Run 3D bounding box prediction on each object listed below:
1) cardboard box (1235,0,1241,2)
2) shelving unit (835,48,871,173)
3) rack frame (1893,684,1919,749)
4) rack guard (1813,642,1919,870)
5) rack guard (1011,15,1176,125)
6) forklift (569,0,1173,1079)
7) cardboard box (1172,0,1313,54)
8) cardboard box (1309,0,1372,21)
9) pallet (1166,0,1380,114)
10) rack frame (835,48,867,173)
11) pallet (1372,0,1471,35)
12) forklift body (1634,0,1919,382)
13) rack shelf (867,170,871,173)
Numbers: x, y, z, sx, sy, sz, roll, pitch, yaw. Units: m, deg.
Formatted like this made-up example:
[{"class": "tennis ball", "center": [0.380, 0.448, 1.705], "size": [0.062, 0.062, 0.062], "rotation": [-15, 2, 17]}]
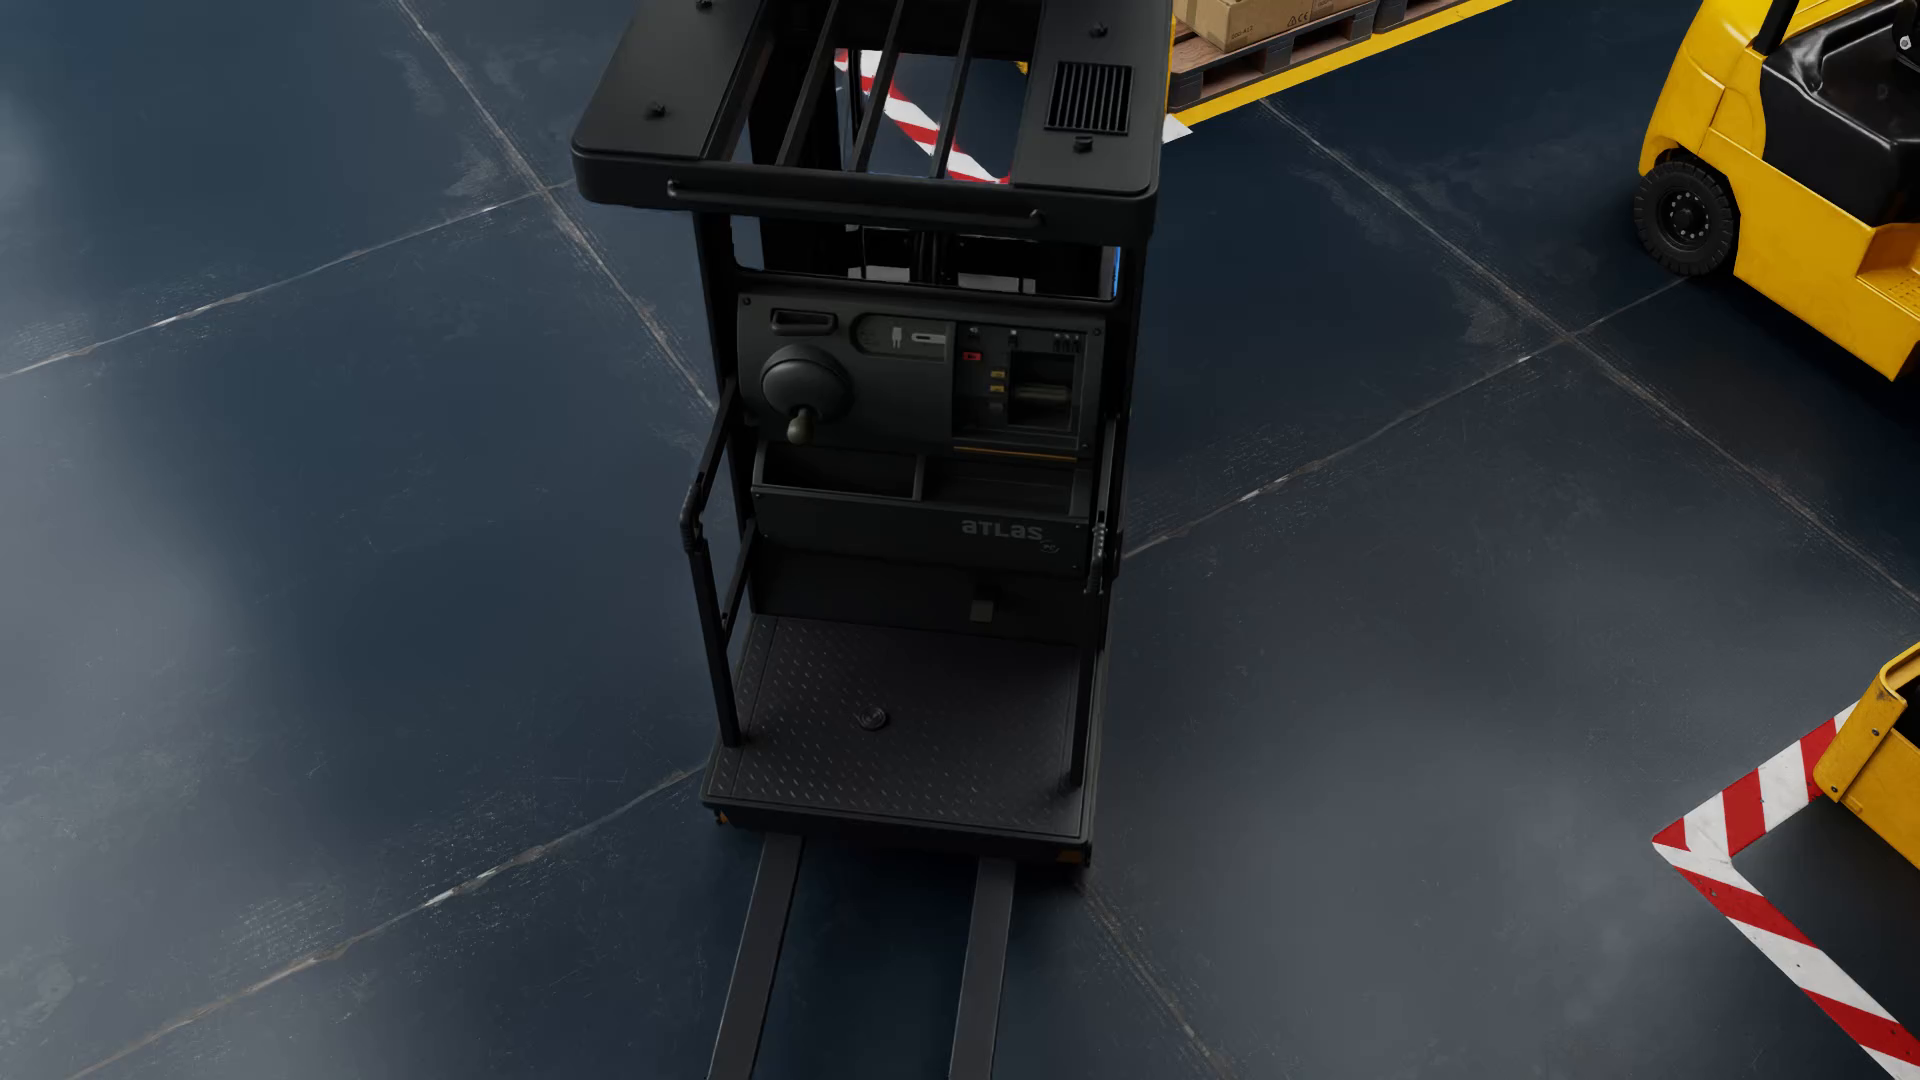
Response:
[{"class": "cardboard box", "center": [1.267, -2.753, 7.251], "size": [0.500, 0.500, 0.500], "rotation": [-27, 54, -22]}, {"class": "shelving unit", "center": [0.121, -1.169, 5.786], "size": [1.048, 1.500, 0.538], "rotation": [5, 48, 5]}, {"class": "rack frame", "center": [3.070, 0.012, 3.731], "size": [0.127, 3.000, 1.000], "rotation": [-25, 53, -21]}, {"class": "rack guard", "center": [3.049, 0.853, 4.656], "size": [0.348, 0.500, 1.175], "rotation": [-25, 53, -21]}, {"class": "rack guard", "center": [0.482, -2.321, 7.482], "size": [0.348, 0.500, 1.175], "rotation": [-25, 53, -21]}, {"class": "forklift", "center": [-0.129, -0.312, 4.065], "size": [1.130, 2.935, 3.031], "rotation": [6, 49, 5]}, {"class": "cardboard box", "center": [1.248, -2.494, 7.522], "size": [0.500, 0.250, 0.500], "rotation": [-26, 53, -21]}, {"class": "cardboard box", "center": [1.683, -2.692, 7.699], "size": [0.500, 0.250, 0.500], "rotation": [-23, 52, -20]}, {"class": "pallet", "center": [1.188, -2.526, 7.858], "size": [1.213, 0.211, 1.003], "rotation": [-25, 53, -21]}, {"class": "rack frame", "center": [-0.384, -1.217, 5.829], "size": [0.032, 1.500, 0.500], "rotation": [5, 48, 5]}, {"class": "pallet", "center": [2.219, -3.009, 8.289], "size": [1.213, 0.211, 1.003], "rotation": [-25, 53, -21]}, {"class": "forklift body", "center": [3.700, -1.614, 5.747], "size": [1.214, 2.155, 2.313], "rotation": [-25, 53, -21]}, {"class": "rack shelf", "center": [0.121, -1.049, 5.921], "size": [1.000, 0.185, 0.538], "rotation": [5, 48, 5]}]
